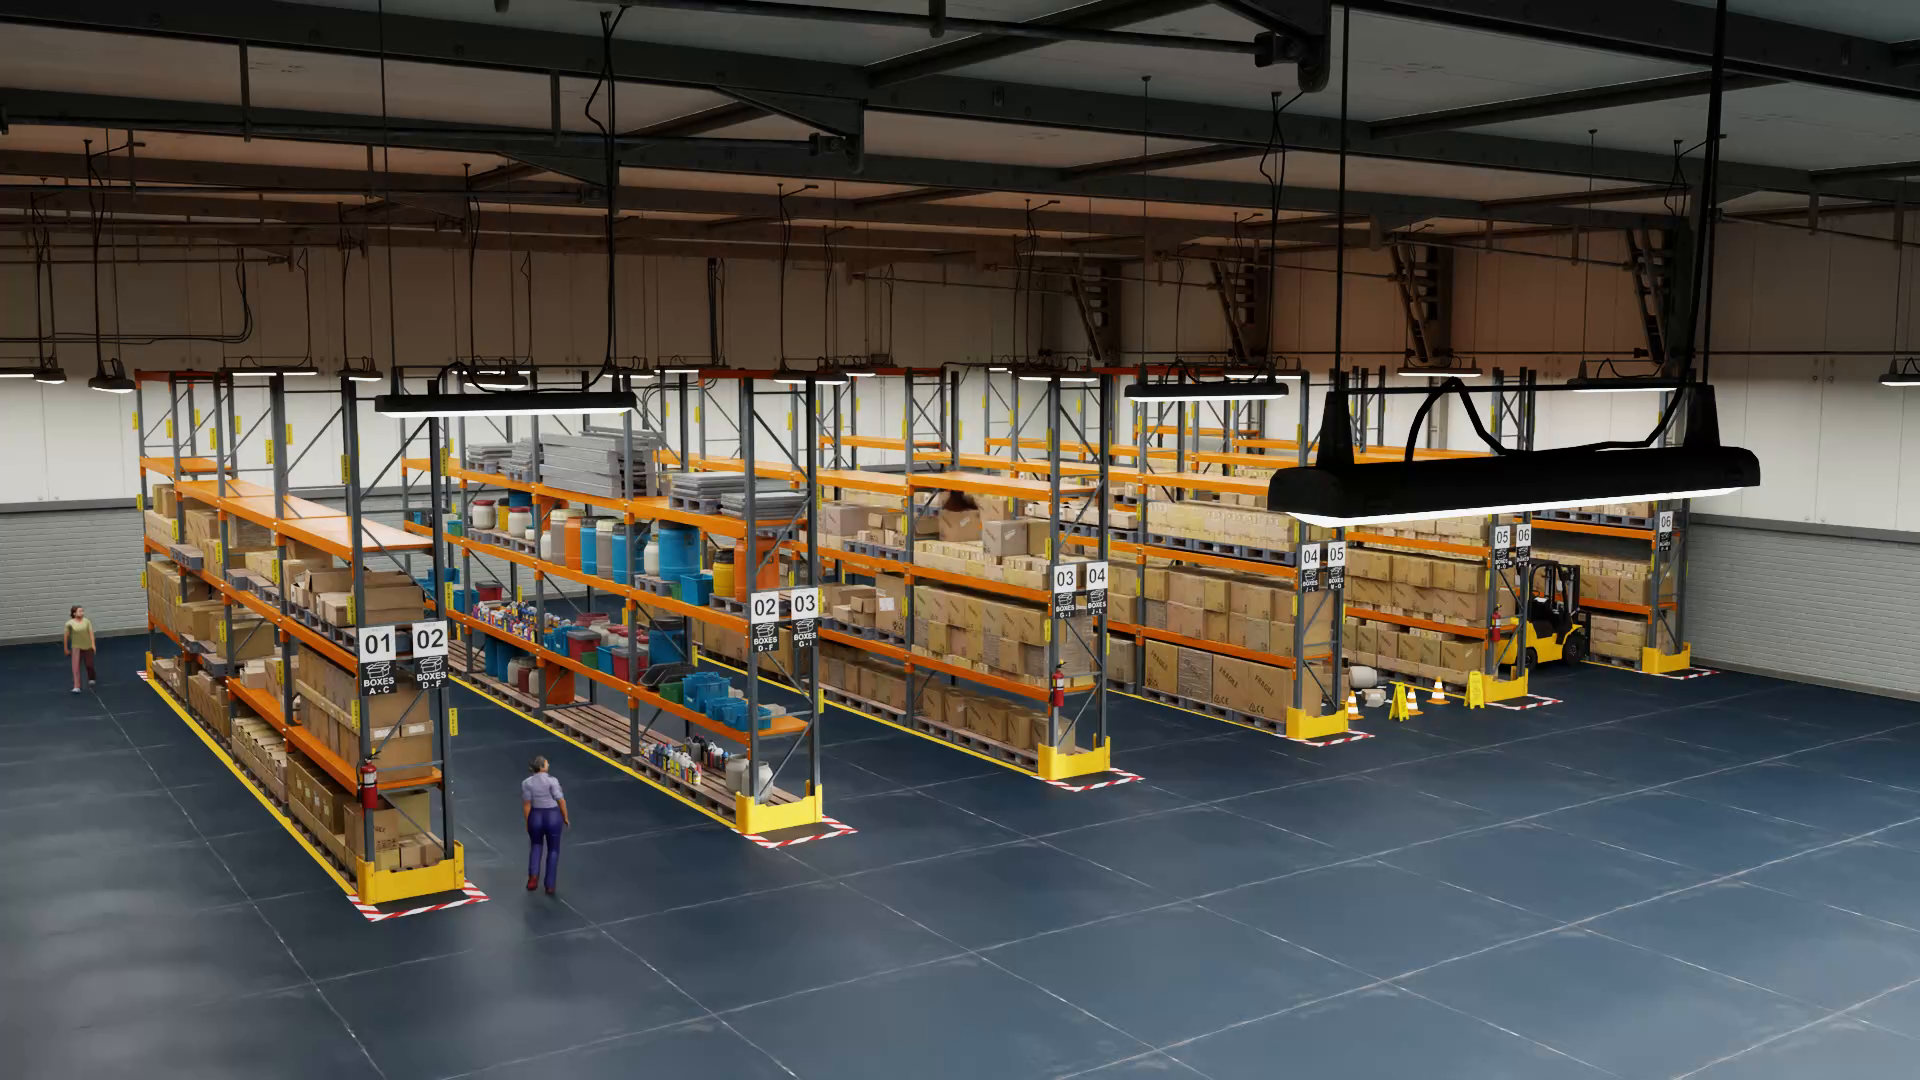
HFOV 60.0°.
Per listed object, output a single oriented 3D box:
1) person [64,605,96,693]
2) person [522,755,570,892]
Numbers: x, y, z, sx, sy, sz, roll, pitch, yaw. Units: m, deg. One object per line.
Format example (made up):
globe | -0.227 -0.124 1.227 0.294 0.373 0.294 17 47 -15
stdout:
person | -16.470 2.020 31.130 0.541 1.626 1.016 -2 7 -20
person | -4.840 3.318 19.518 0.512 1.633 0.428 0 6 4
